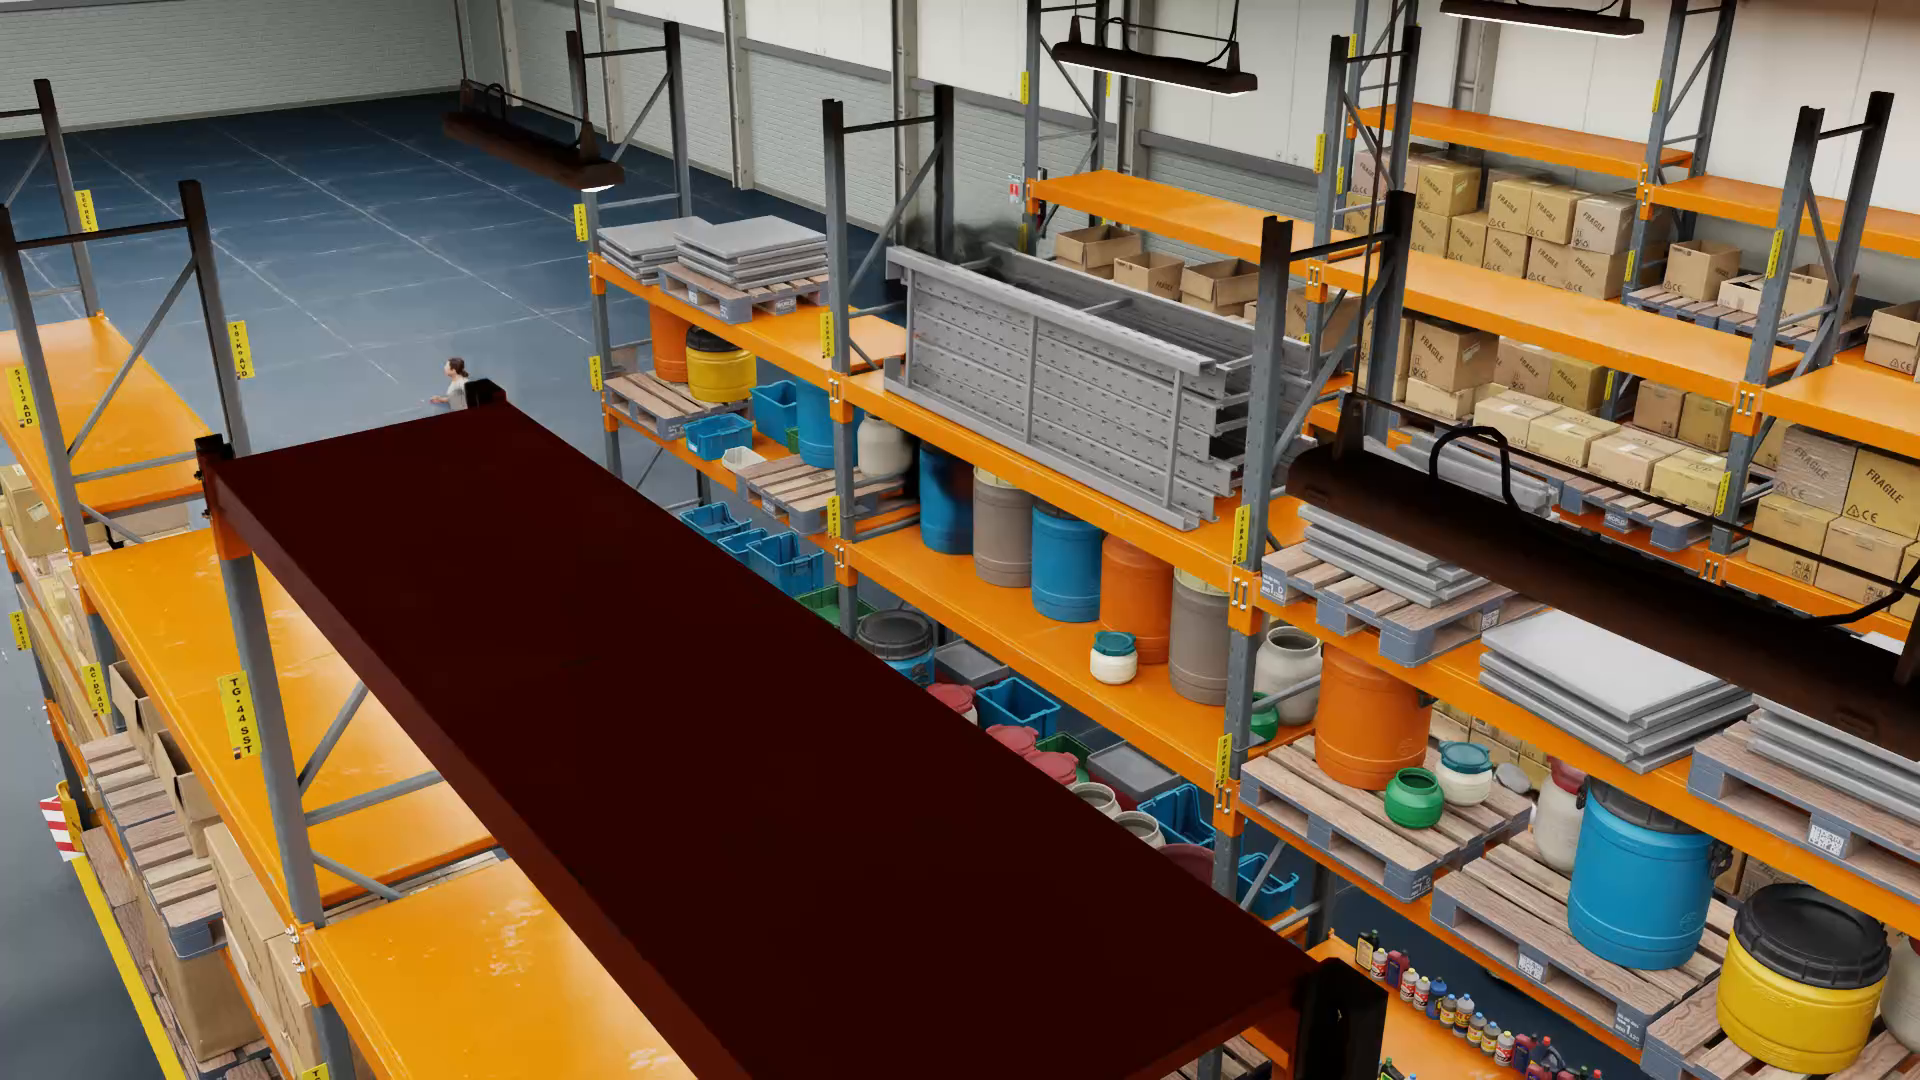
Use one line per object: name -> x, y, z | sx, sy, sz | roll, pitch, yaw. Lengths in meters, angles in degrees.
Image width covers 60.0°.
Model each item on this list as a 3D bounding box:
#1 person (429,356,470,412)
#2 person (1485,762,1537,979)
person -> -5.886, -1.383, 19.995 | 0.890, 1.709, 0.573 | -4, 25, -9
person -> 3.796, 2.320, 11.868 | 0.595, 1.658, 0.757 | -22, 33, -39
